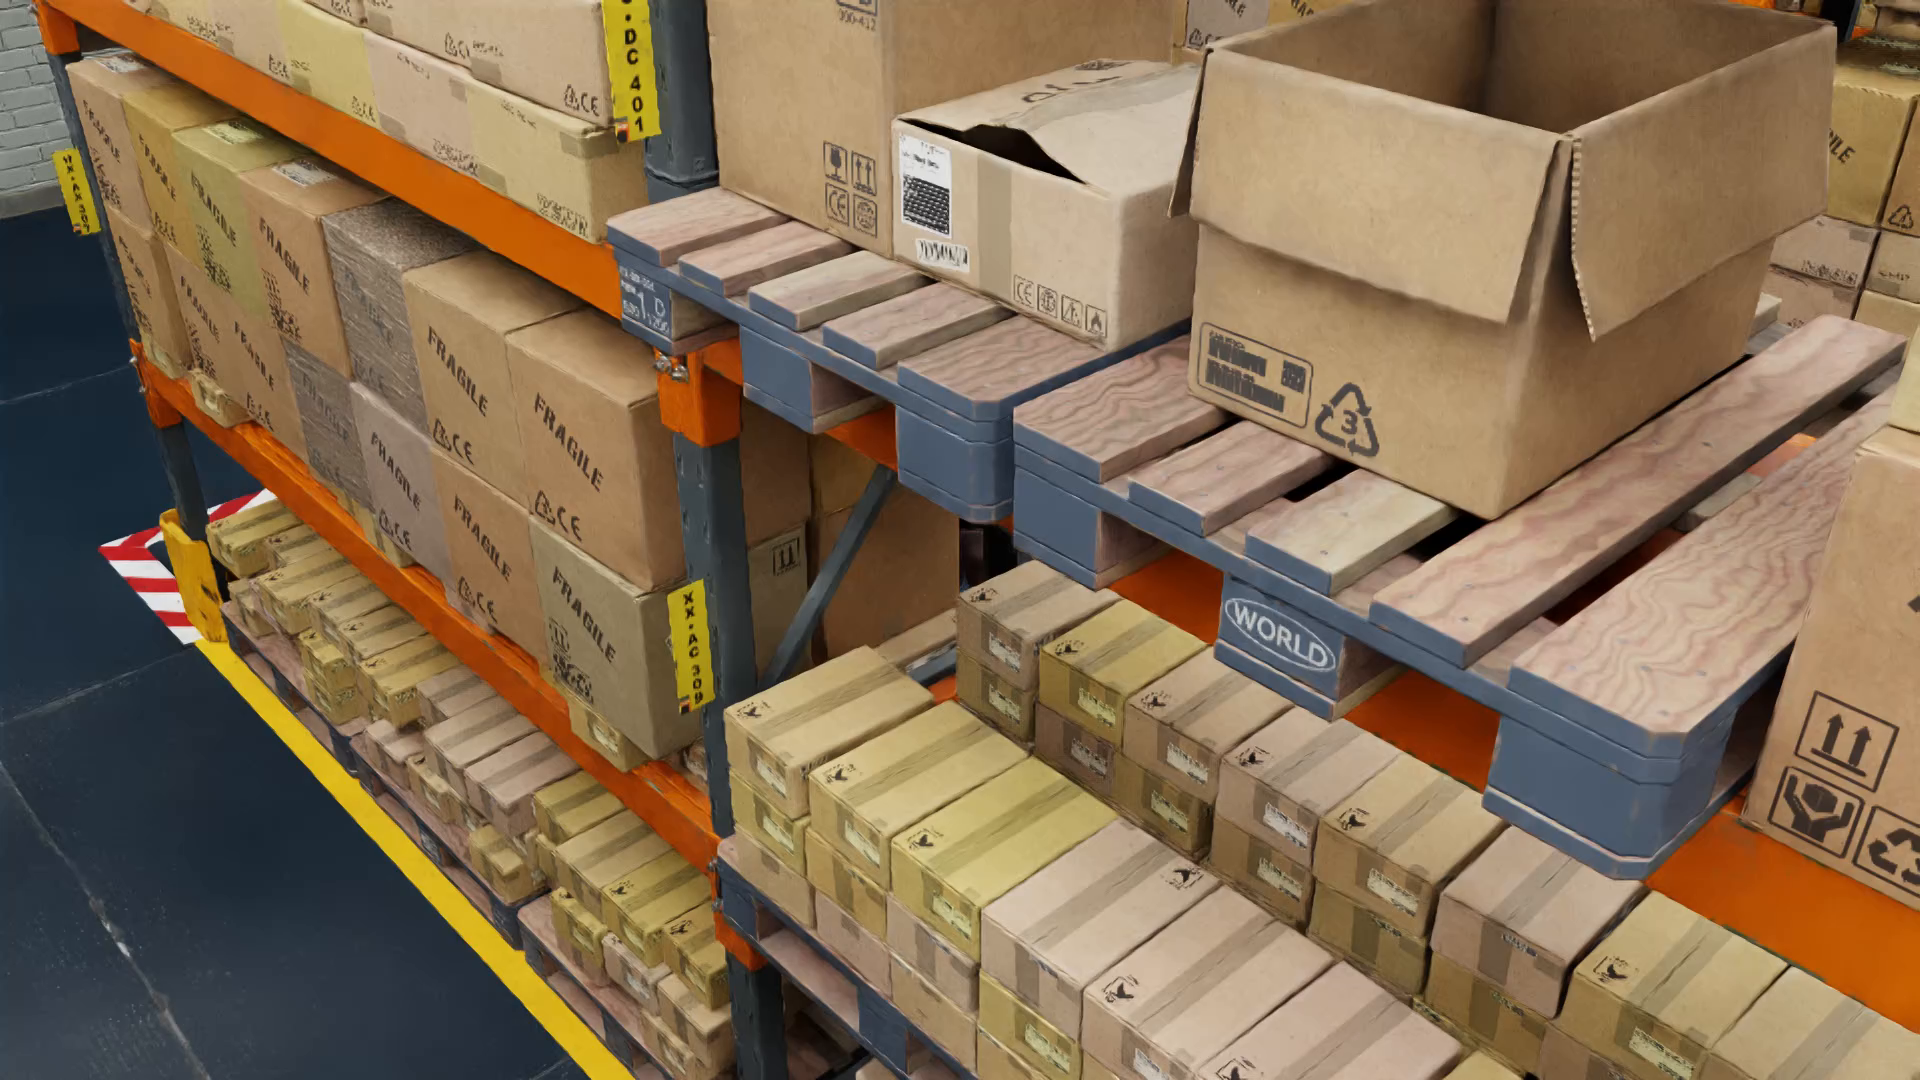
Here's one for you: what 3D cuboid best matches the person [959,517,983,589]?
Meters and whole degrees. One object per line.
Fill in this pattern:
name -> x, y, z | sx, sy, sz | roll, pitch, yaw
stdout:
person -> -0.001, -0.066, 6.256 | 0.603, 1.707, 0.486 | 14, 34, 21
